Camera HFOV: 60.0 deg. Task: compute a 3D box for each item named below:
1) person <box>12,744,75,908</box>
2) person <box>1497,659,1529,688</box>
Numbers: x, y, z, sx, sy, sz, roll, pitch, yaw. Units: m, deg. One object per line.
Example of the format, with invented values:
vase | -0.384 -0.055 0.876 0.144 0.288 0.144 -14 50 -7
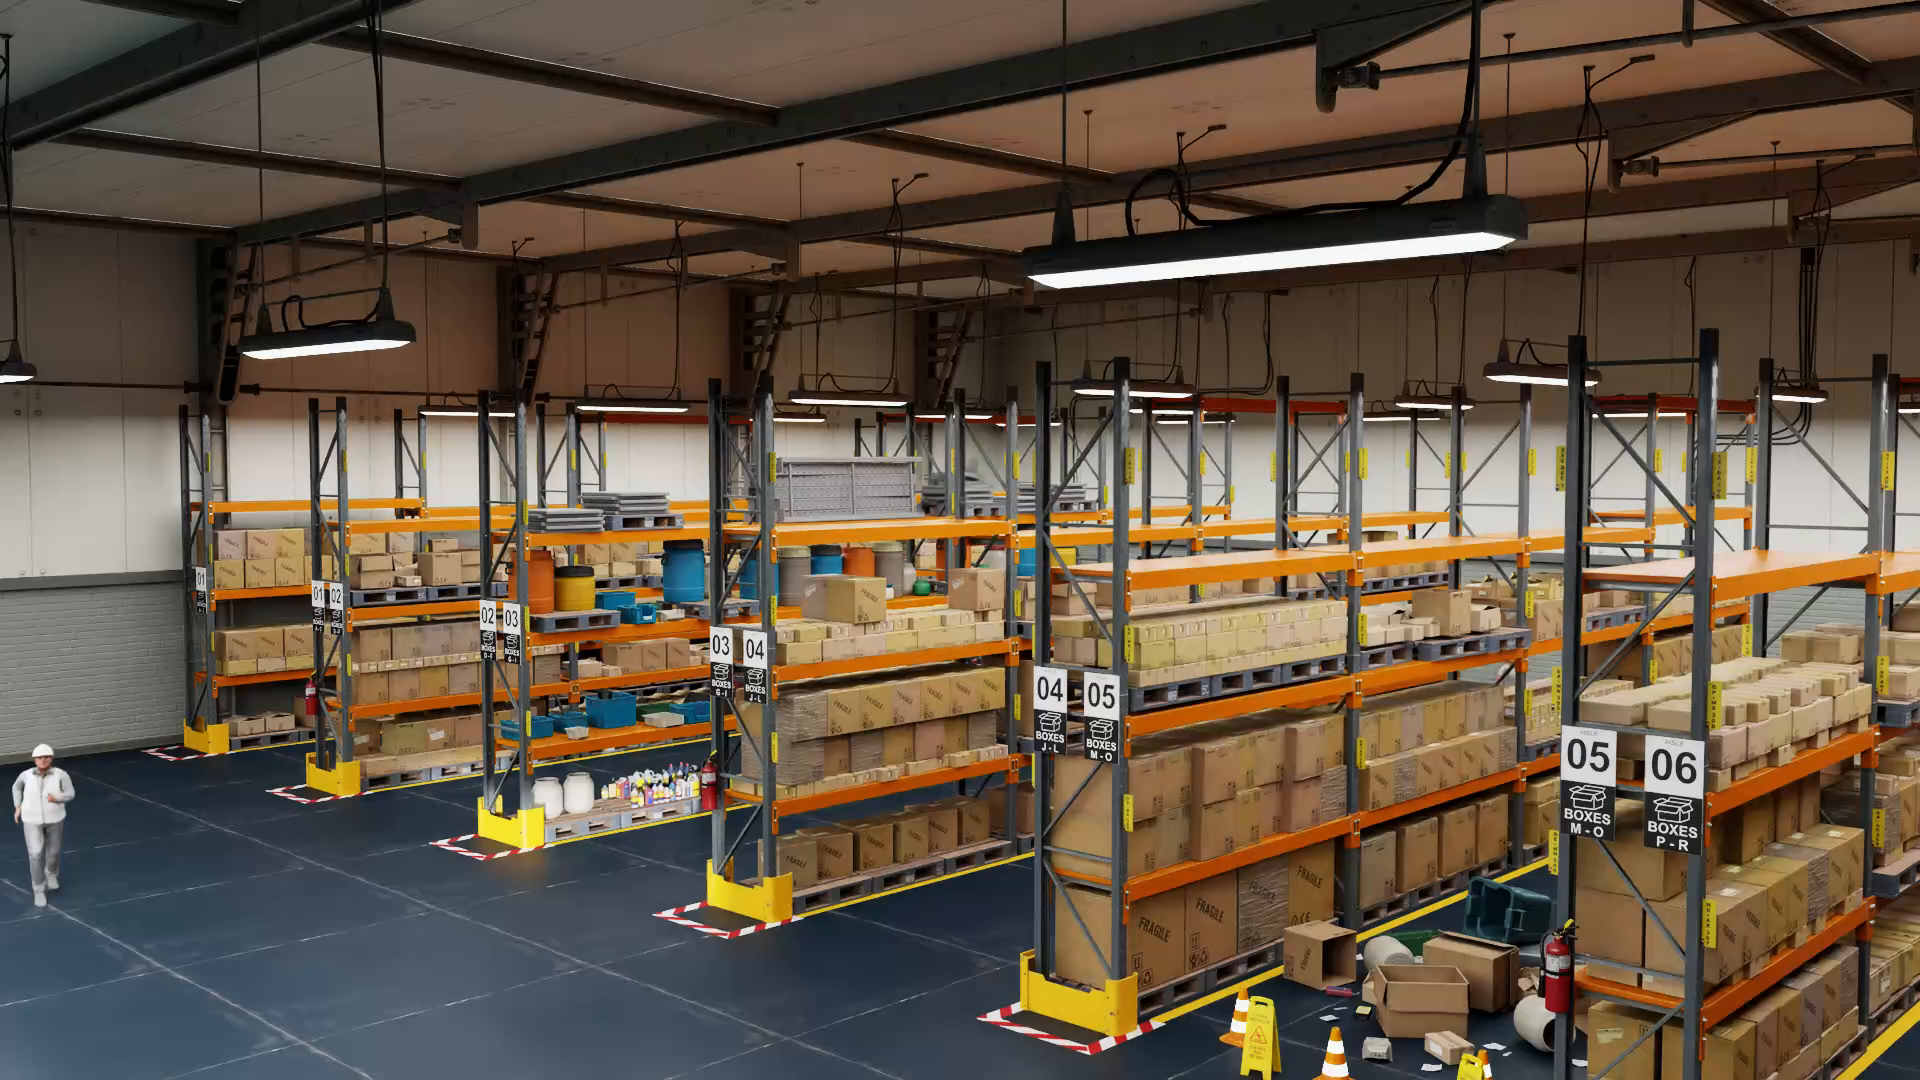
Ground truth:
person | -10.564 3.256 19.195 0.627 1.824 0.868 -2 3 -30
person | 9.902 2.798 29.873 0.636 1.671 0.822 0 3 -7
